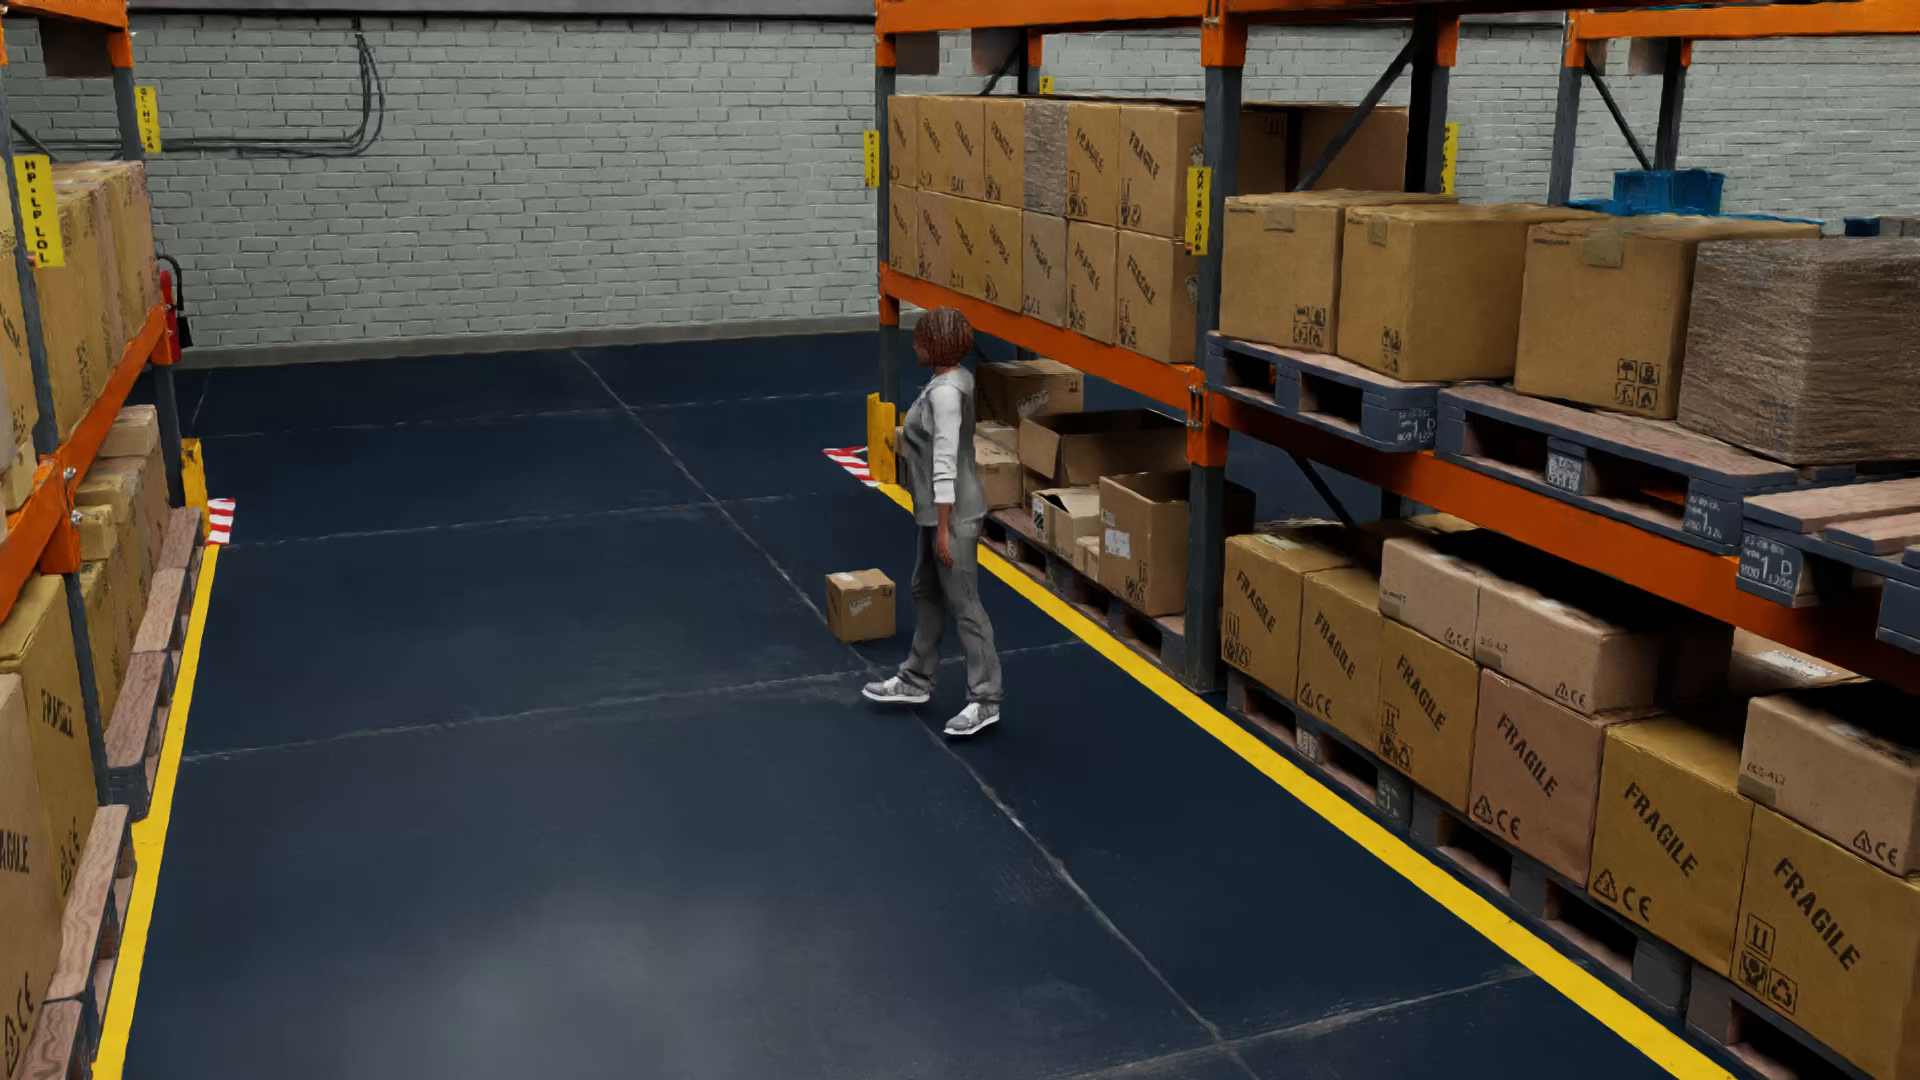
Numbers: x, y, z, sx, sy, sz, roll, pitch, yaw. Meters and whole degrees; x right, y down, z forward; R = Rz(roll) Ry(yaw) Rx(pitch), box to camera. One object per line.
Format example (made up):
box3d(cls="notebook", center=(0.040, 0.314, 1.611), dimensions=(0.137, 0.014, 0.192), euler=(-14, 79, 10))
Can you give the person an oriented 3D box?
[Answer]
box3d(cls="person", center=(-0.109, -0.095, 6.307), dimensions=(0.561, 1.593, 0.601), euler=(0, 16, 0))
